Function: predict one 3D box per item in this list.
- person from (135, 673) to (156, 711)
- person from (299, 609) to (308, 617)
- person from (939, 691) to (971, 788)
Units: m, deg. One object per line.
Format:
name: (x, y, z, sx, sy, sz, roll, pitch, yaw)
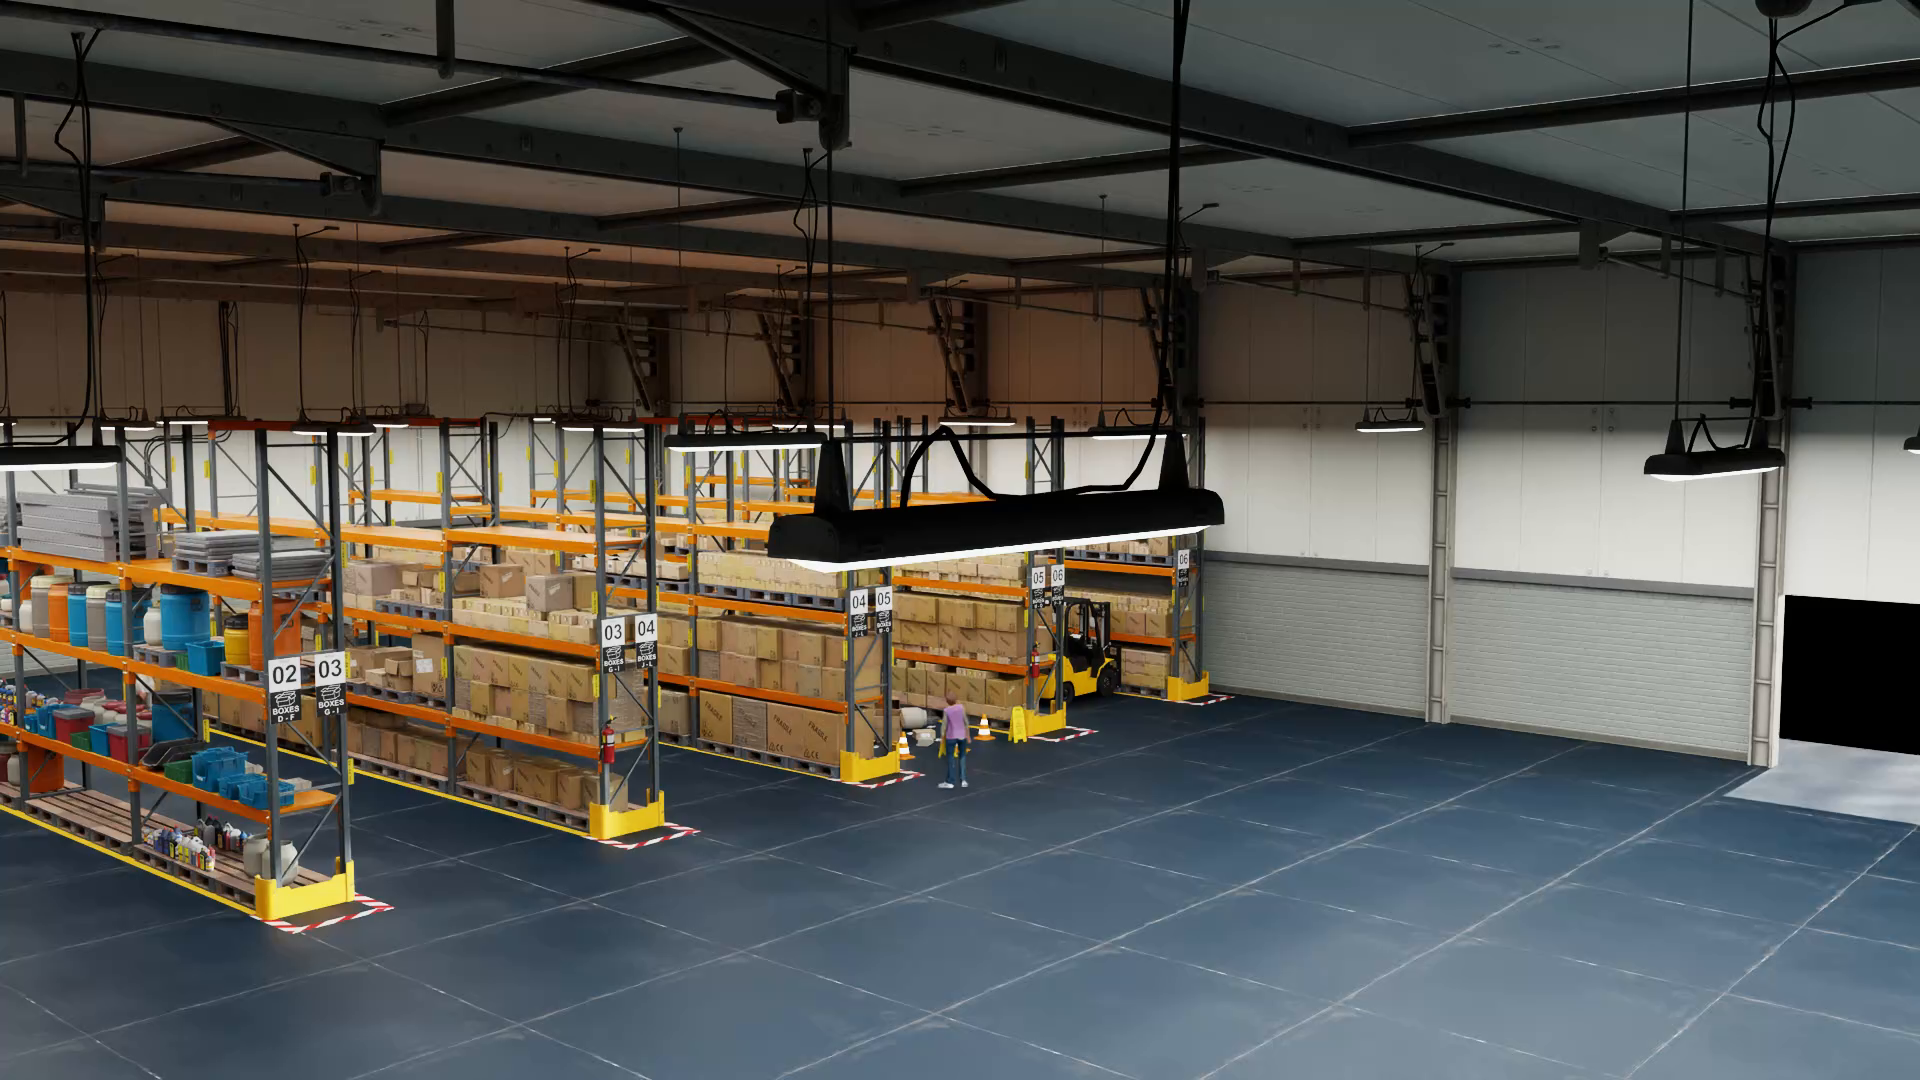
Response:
person: (-15.409, 2.869, 31.337, 0.485, 1.737, 1.012, -5, 7, -45)
person: (-15.271, 2.303, 38.480, 0.609, 1.679, 1.000, -2, 5, -24)
person: (-0.071, 3.275, 27.237, 0.527, 1.618, 0.322, -2, 5, -19)
